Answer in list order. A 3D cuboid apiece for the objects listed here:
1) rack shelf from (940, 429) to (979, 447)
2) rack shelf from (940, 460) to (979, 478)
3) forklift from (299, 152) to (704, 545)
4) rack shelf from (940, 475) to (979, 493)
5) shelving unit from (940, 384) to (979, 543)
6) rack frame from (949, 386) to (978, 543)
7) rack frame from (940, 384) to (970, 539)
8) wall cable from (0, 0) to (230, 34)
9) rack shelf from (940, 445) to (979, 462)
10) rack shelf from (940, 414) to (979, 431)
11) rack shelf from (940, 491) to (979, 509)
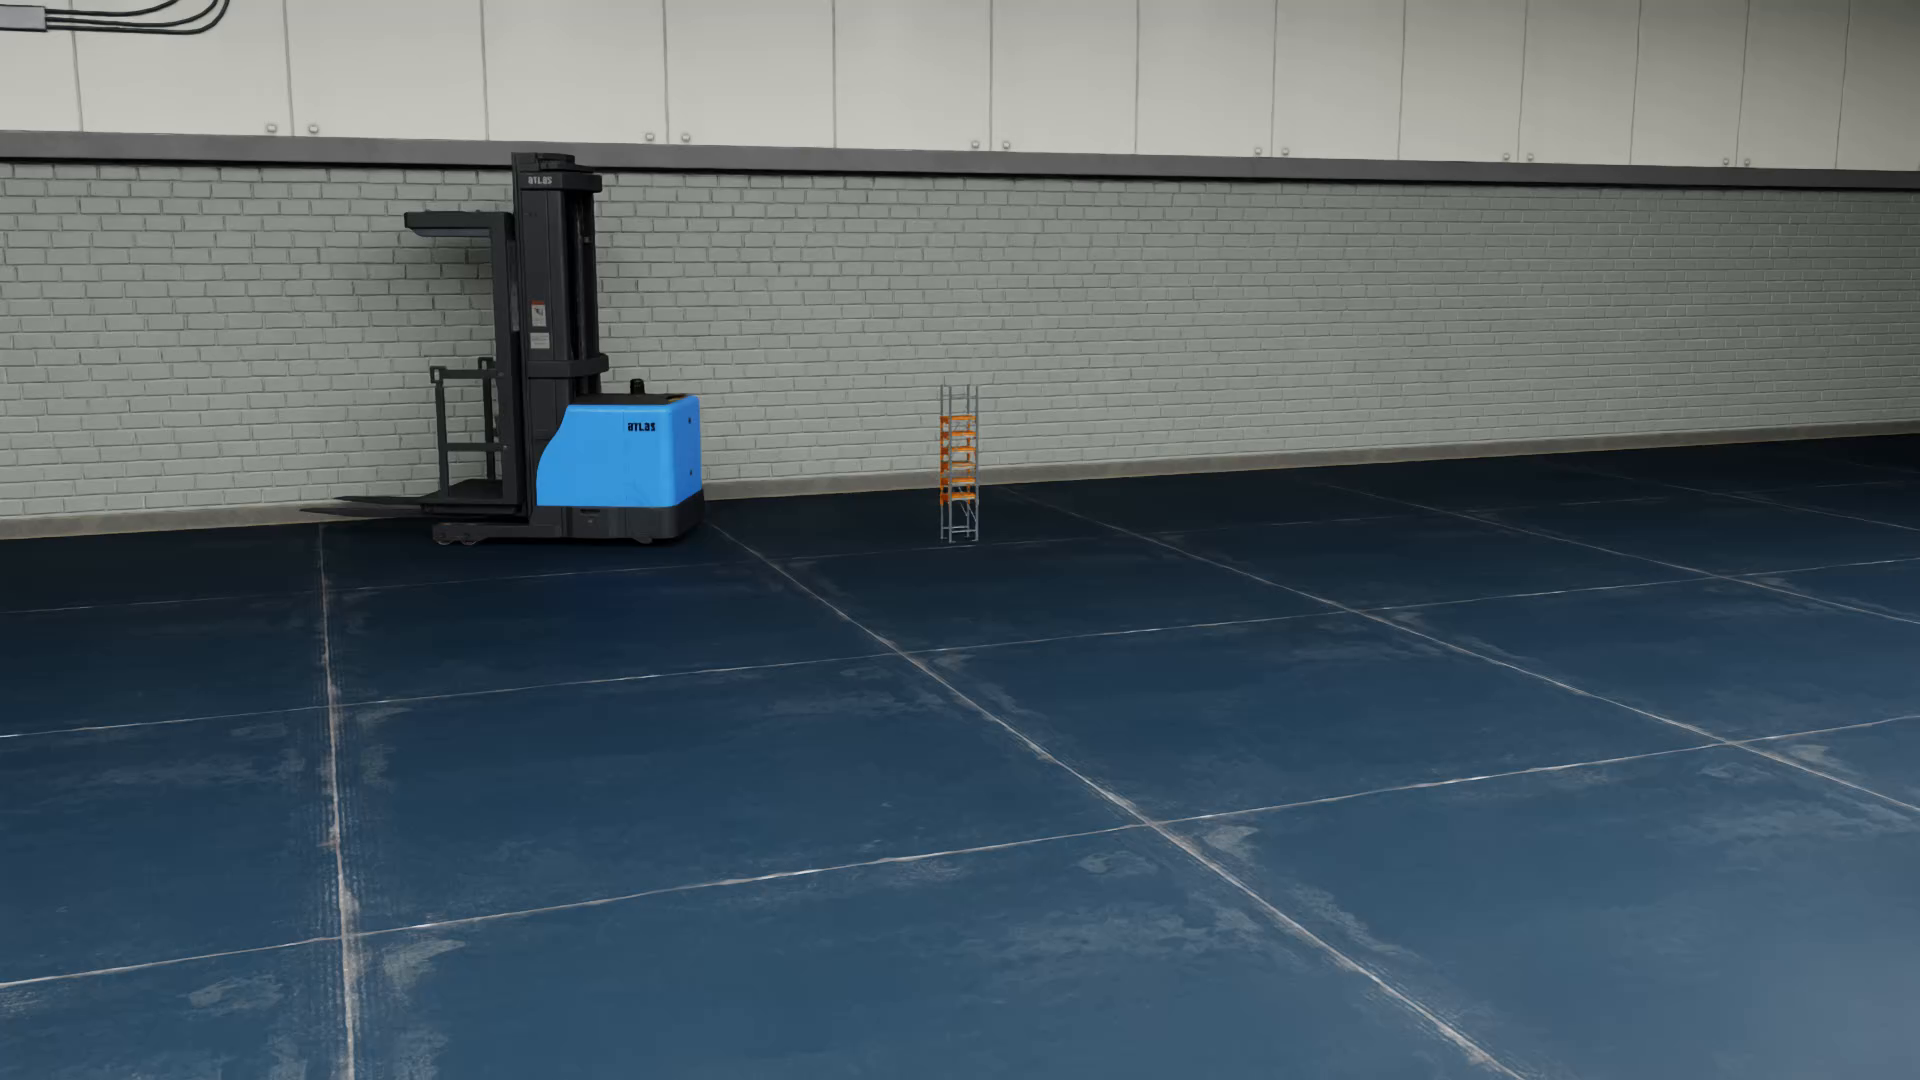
[{"bbox_3d":[-0.005,-0.786,12.794,0.258,0.103,0.180,-4,11,-21],"label":"rack shelf"},{"bbox_3d":[-0.005,-0.549,12.836,0.258,0.103,0.180,-4,11,-21],"label":"rack shelf"},{"bbox_3d":[-3.619,-1.493,12.946,3.031,2.935,1.130,1,10,4],"label":"forklift"},{"bbox_3d":[-0.005,-0.431,12.857,0.258,0.103,0.180,-4,11,-21],"label":"rack shelf"},{"bbox_3d":[-0.005,-0.593,12.828,0.258,1.200,0.189,-4,11,-21],"label":"shelving unit"},{"bbox_3d":[0.028,-0.578,12.744,0.240,1.200,0.006,-4,11,-21],"label":"rack frame"},{"bbox_3d":[-0.038,-0.608,12.912,0.240,1.200,0.006,-4,11,-21],"label":"rack frame"},{"bbox_3d":[-6.678,-6.151,12.091,2.305,6.003,0.169,-4,11,-21],"label":"wall cable"},{"bbox_3d":[-0.005,-0.667,12.815,0.258,0.103,0.180,-4,11,-21],"label":"rack shelf"},{"bbox_3d":[-0.005,-0.904,12.773,0.258,0.103,0.180,-4,11,-21],"label":"rack shelf"},{"bbox_3d":[-0.005,-0.313,12.878,0.258,0.103,0.180,-4,11,-21],"label":"rack shelf"}]
